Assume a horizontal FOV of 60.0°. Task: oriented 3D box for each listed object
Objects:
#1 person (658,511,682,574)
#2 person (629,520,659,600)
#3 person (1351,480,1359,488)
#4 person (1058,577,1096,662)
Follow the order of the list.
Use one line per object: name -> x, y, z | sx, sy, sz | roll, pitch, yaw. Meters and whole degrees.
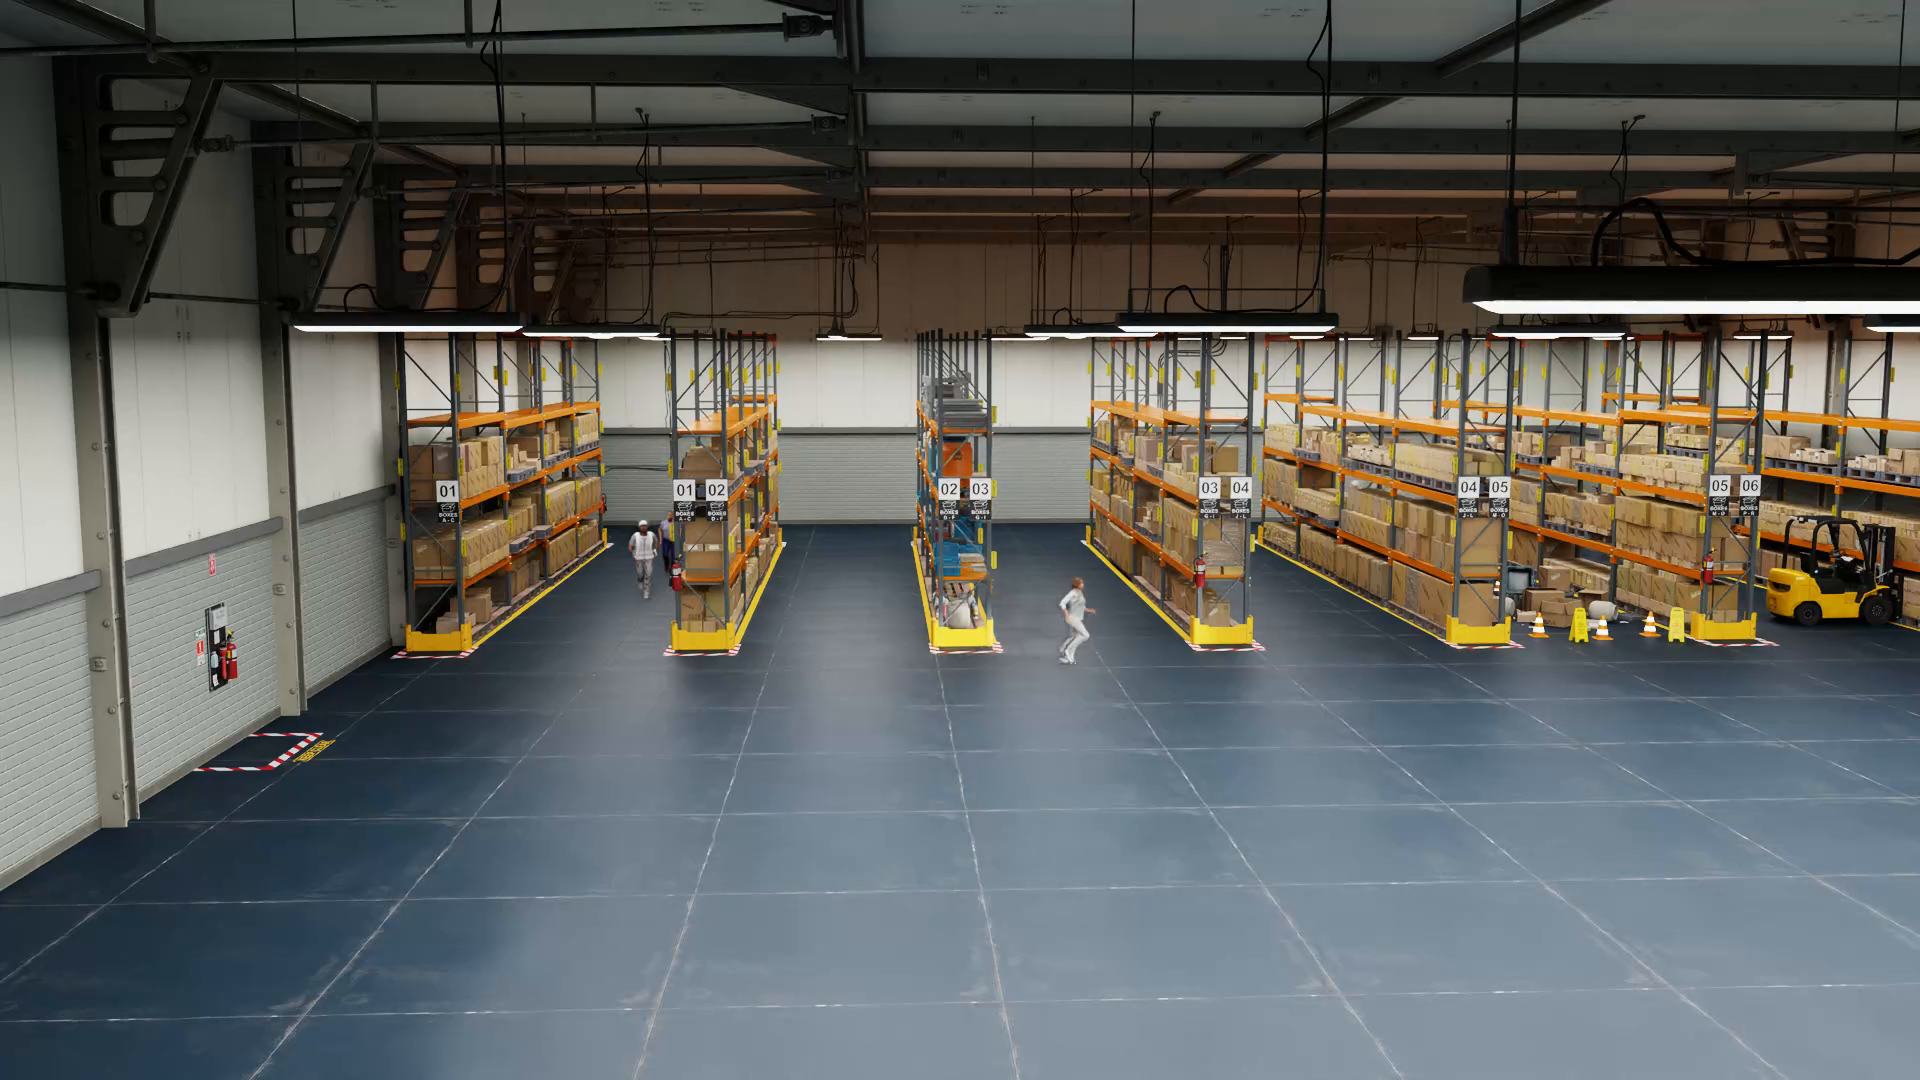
person -> -7.182, 0.073, 41.155 | 0.588, 1.600, 0.644 | -1, 7, -5
person -> -7.134, 0.430, 37.579 | 0.682, 1.765, 0.849 | -2, 7, -15
person -> 12.011, -0.912, 49.257 | 1.048, 1.728, 0.689 | -2, 7, -14
person -> 2.086, 1.435, 29.741 | 0.690, 1.554, 0.508 | 2, 7, 18
